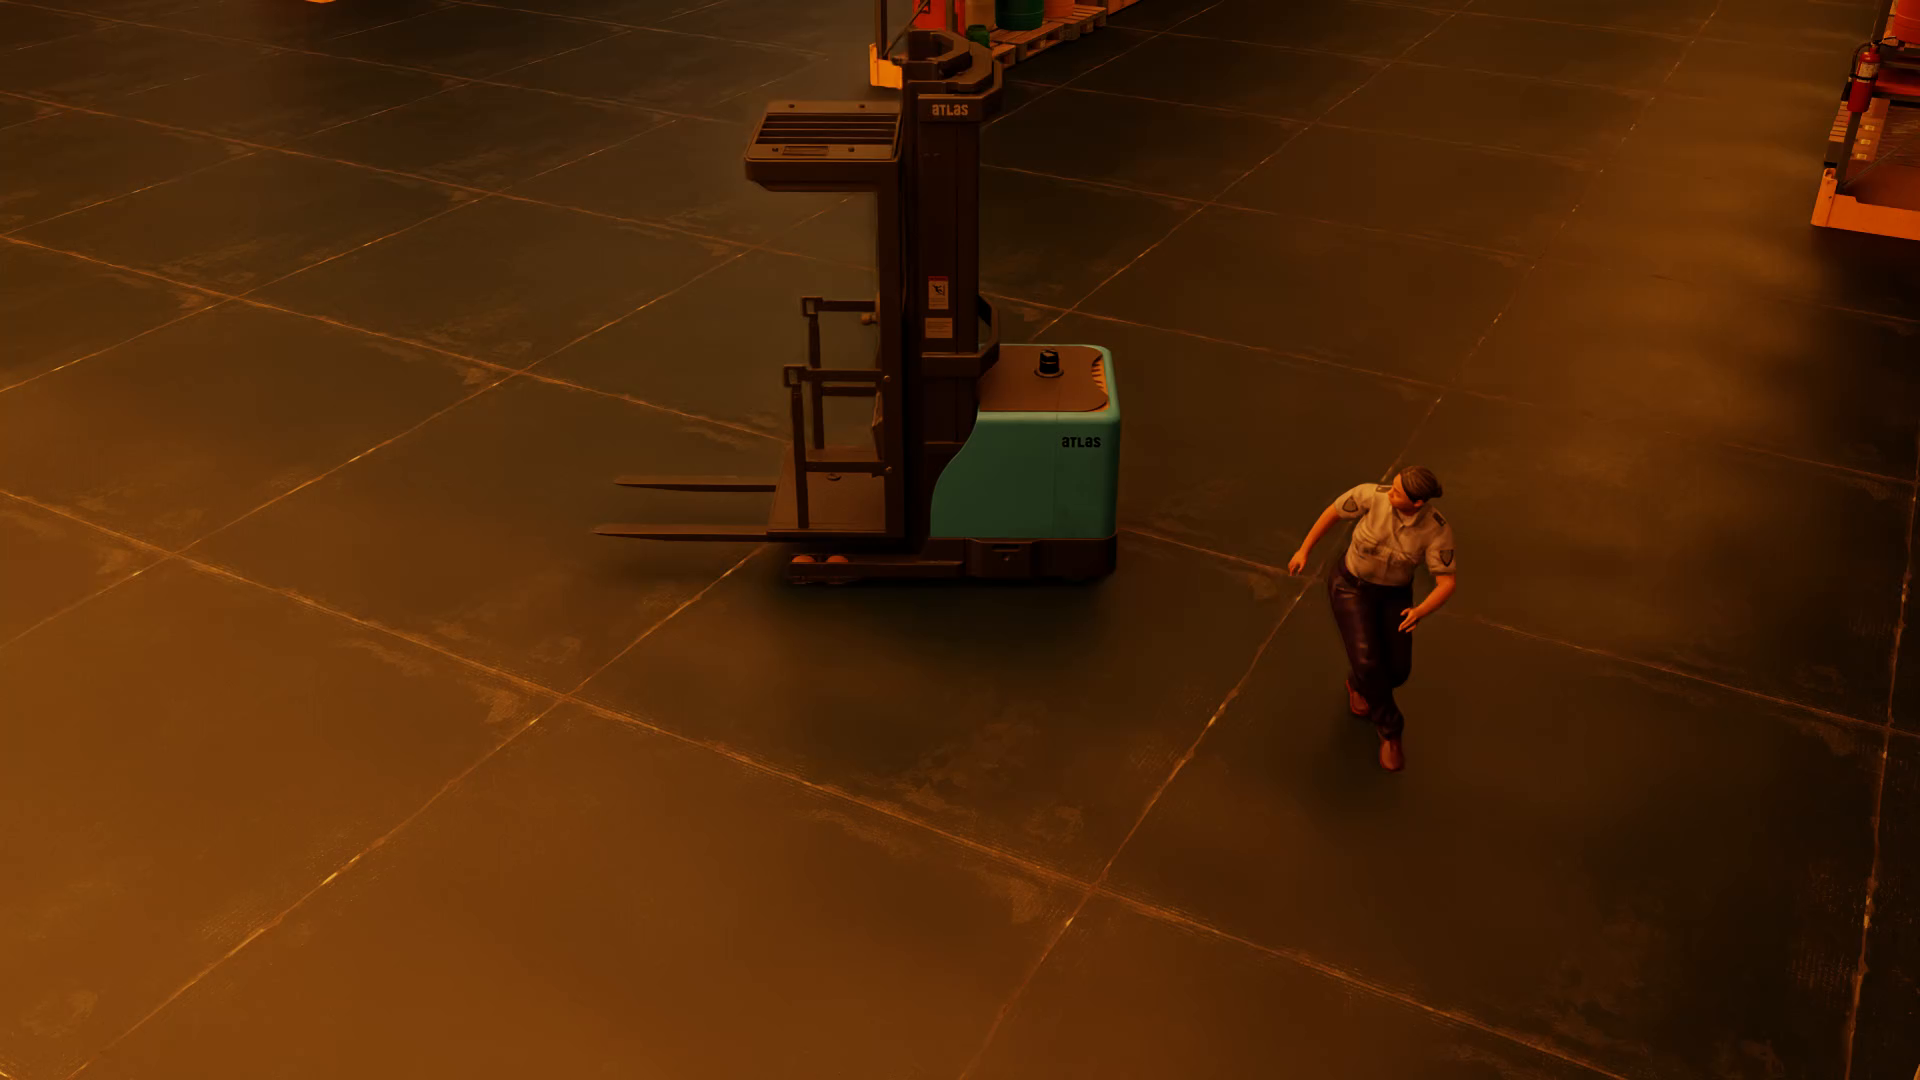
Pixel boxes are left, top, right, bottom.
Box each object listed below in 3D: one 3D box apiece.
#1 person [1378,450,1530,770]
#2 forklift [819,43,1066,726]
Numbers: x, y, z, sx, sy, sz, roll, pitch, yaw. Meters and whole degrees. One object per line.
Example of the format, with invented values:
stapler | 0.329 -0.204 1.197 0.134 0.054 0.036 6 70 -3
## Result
person | 2.314 0.327 7.807 0.579 1.636 0.392 17 34 27
forklift | -0.073 -0.958 8.730 1.130 2.935 3.031 4 30 7
